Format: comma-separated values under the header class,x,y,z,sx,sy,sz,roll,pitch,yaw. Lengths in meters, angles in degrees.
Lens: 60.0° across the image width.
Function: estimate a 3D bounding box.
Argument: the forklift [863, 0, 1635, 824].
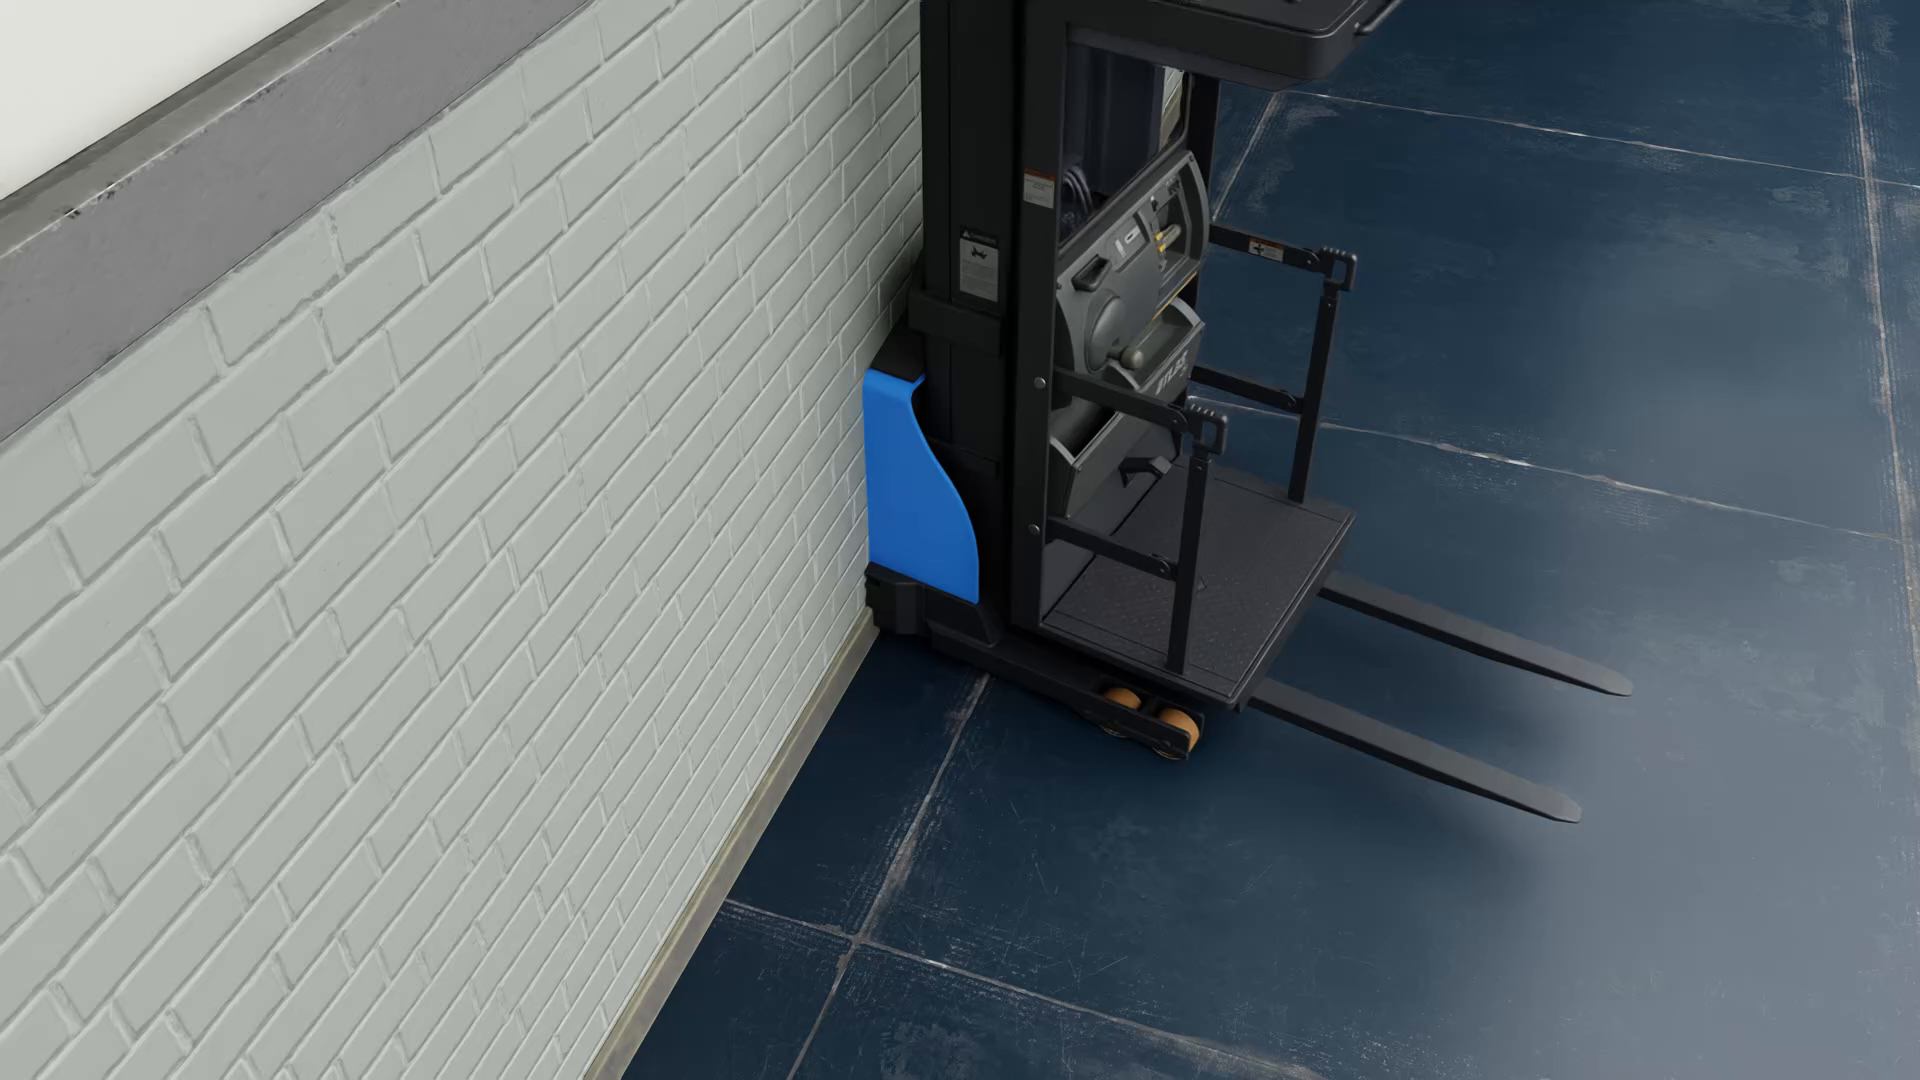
class,x,y,z,sx,sy,sz,roll,pitch,yaw
forklift,0.706,-0.798,4.927,3.031,2.935,1.130,21,45,23
